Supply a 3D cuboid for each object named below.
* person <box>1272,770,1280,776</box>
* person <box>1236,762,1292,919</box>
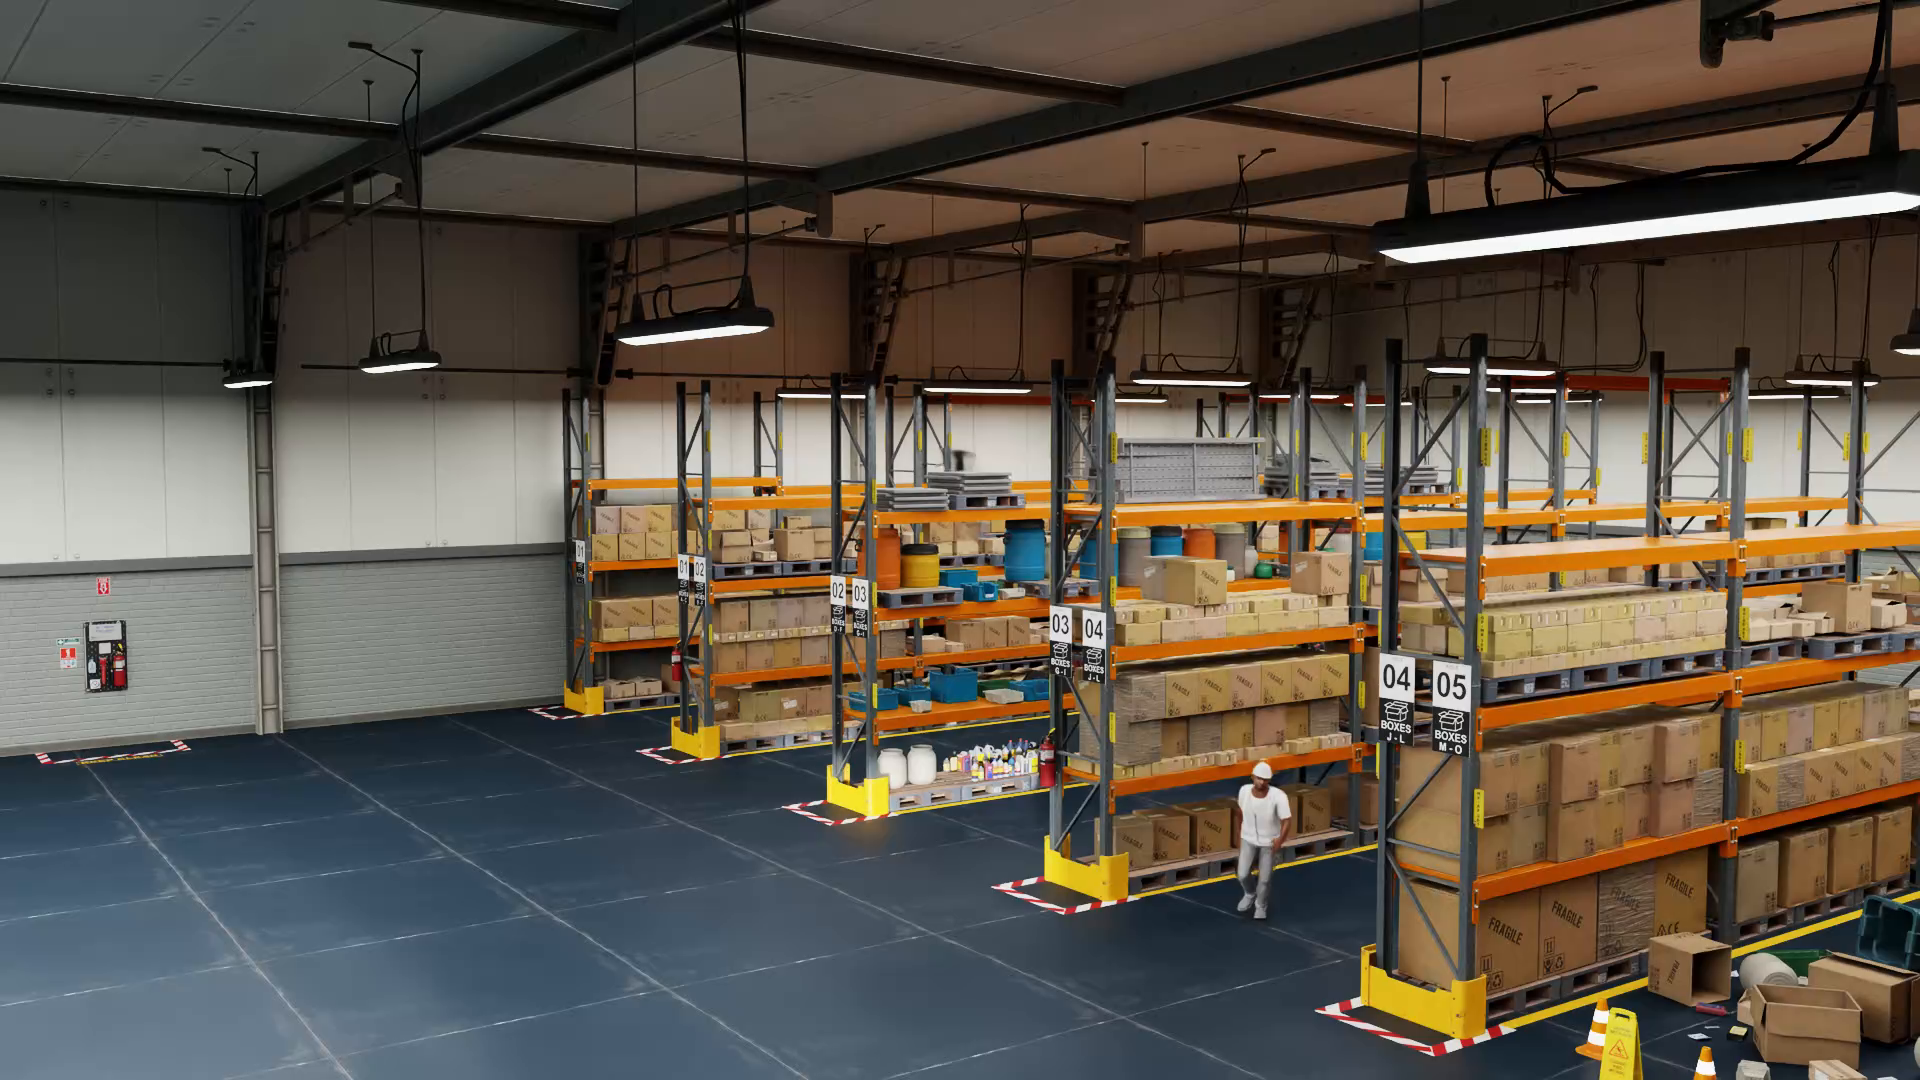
[{"bbox_3d":[4.575,2.704,24.793,0.692,1.737,0.698,-3,5,-39],"label":"person"},{"bbox_3d":[3.162,3.175,17.491,0.676,1.715,0.833,1,4,22],"label":"person"}]
